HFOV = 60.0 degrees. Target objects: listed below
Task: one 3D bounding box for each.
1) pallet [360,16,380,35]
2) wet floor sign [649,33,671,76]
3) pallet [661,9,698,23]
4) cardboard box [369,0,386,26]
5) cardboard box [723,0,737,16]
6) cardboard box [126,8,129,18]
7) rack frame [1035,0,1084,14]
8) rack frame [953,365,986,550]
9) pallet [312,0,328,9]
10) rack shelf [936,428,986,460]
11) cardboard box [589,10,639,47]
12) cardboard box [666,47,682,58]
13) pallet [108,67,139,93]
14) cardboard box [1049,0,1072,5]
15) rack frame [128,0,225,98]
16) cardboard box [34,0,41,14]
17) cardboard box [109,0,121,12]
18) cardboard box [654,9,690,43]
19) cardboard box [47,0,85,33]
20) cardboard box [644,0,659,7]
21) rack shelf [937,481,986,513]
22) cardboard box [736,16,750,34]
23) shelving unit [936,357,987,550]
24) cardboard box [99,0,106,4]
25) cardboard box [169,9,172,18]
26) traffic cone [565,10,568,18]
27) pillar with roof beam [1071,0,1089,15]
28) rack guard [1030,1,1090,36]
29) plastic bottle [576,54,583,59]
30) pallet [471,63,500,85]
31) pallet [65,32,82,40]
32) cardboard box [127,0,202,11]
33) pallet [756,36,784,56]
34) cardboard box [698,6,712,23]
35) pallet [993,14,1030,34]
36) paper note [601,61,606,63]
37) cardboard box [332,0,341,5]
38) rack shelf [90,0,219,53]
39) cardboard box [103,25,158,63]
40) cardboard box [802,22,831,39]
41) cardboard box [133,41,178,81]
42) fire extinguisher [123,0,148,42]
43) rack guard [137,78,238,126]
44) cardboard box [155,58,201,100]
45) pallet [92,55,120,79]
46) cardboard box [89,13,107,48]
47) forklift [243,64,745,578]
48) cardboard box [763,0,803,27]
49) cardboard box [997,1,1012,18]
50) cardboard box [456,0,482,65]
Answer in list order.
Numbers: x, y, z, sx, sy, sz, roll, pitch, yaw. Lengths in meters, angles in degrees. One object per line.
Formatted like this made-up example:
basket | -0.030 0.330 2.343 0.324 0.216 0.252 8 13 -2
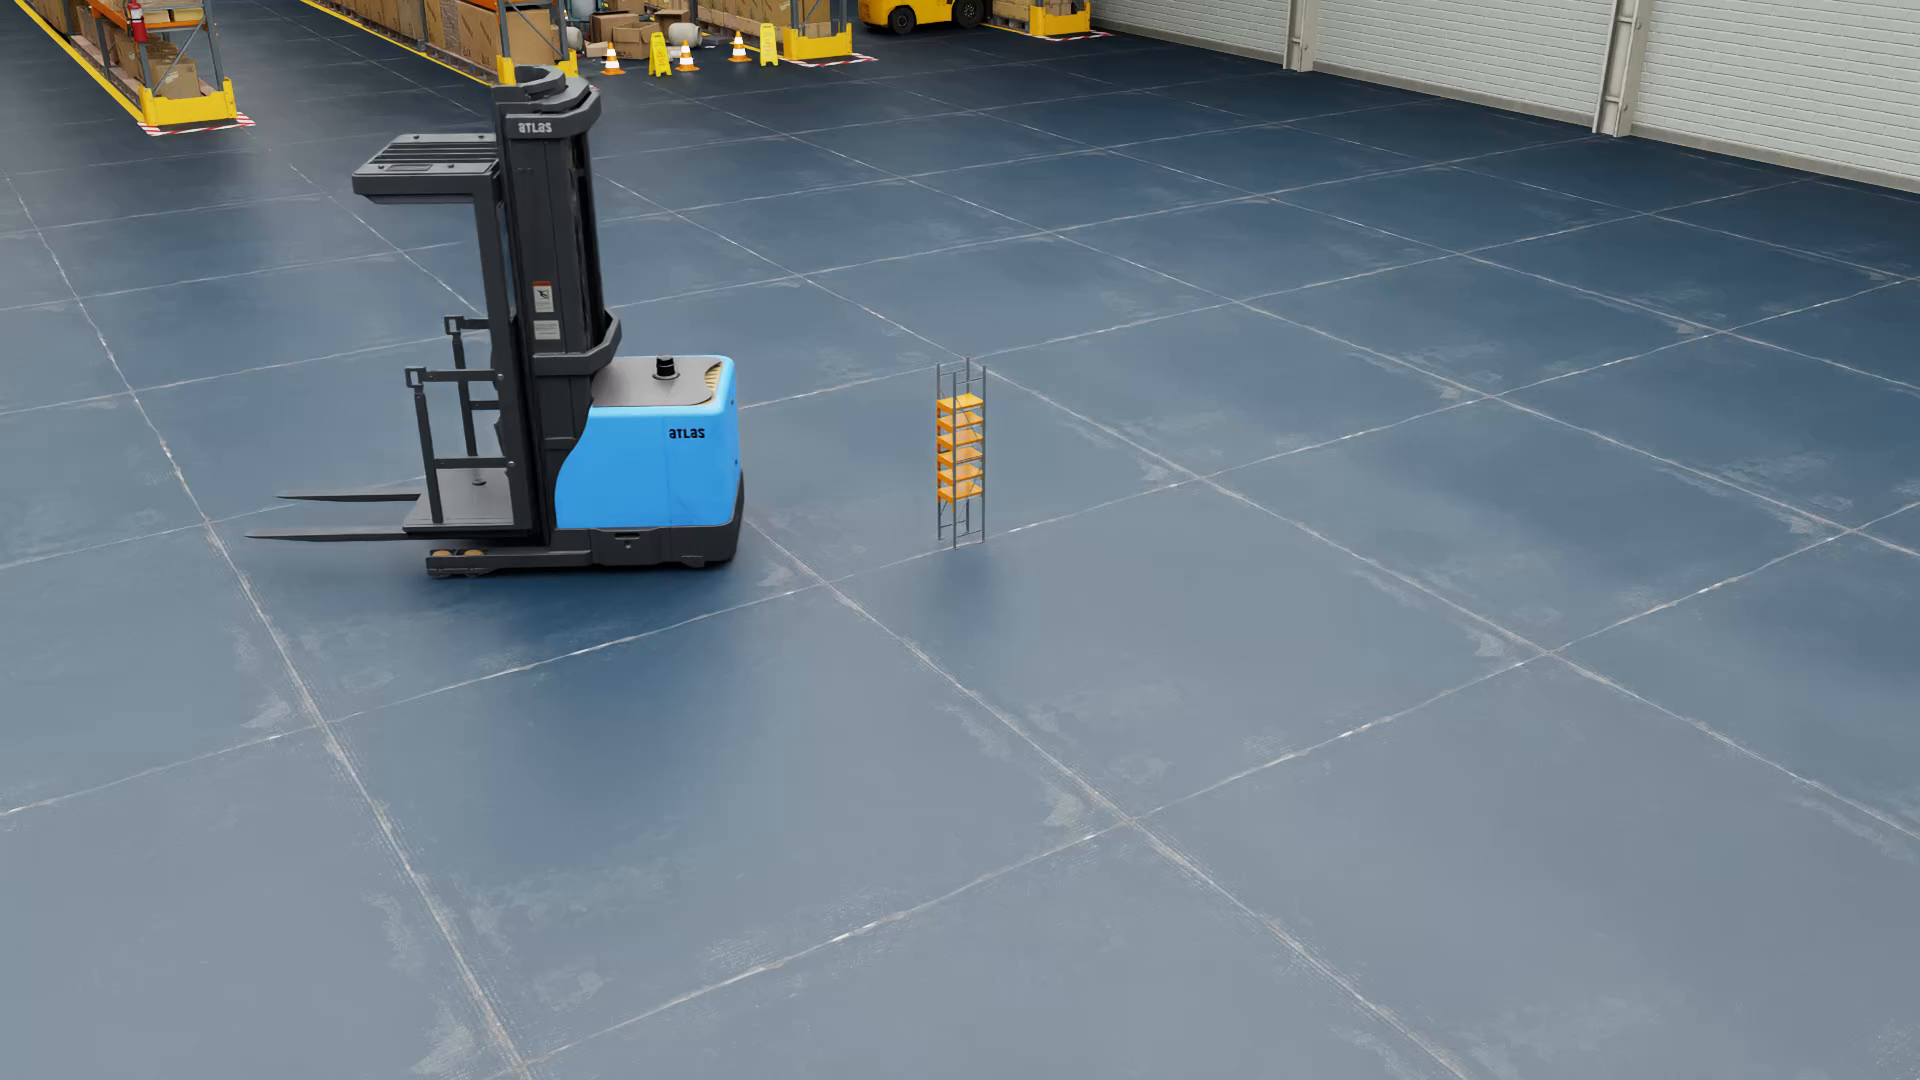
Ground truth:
pallet | -10.438 -9.596 30.831 1.003 0.211 1.213 -16 29 -30
wet floor sign | -4.763 -7.682 26.267 0.267 0.644 0.232 -22 33 -38
pallet | -4.956 -9.933 31.544 1.003 0.211 1.213 -16 29 -30
cardboard box | -10.068 -9.779 30.094 1.050 0.750 0.750 -15 29 -29
cardboard box | -3.850 -9.553 29.323 0.500 0.500 0.500 -14 29 -27
cardboard box | -11.293 -7.283 22.958 0.380 0.149 0.250 -16 29 -30
rack frame | 1.811 -10.643 29.782 1.000 3.000 0.127 -16 29 -30
rack frame | 0.058 -0.505 10.414 0.240 1.200 0.006 -16 29 -30
pallet | -12.562 -11.048 33.907 1.003 0.211 1.213 -16 29 -30
rack shelf | 0.008 -0.606 10.451 0.258 0.103 0.180 -16 29 -30
cardboard box | -5.943 -8.788 28.618 0.797 0.637 0.503 -16 29 -30
cardboard box | -4.753 -8.194 27.933 0.380 0.149 0.250 -1 25 -3
pallet | -12.436 -7.113 25.571 1.003 0.211 1.213 -16 29 -30
cardboard box | 1.728 -10.032 30.631 0.500 0.250 0.500 -15 29 -29
rack frame | -10.649 -7.176 22.437 1.000 3.000 0.127 -16 29 -30
cardboard box | -16.833 -10.473 31.418 1.225 0.875 0.875 -15 29 -29
cardboard box | -11.884 -7.628 23.689 0.380 0.149 0.250 -16 29 -30
cardboard box | -5.084 -9.086 29.409 0.500 0.500 0.500 3 25 6
cardboard box | -15.375 -9.518 29.395 1.225 0.875 0.875 -17 30 -32
cardboard box | -5.594 -10.609 32.296 0.950 0.372 0.625 -14 29 -28
rack shelf | 0.008 -0.280 10.604 0.258 0.103 0.180 -16 29 -30
cardboard box | -3.579 -9.031 29.096 0.500 0.250 0.500 -17 30 -31
shelving unit | 0.008 -0.537 10.483 0.258 1.200 0.189 -16 29 -30
cardboard box | -12.435 -7.984 24.443 0.380 0.149 0.250 -16 29 -30
cardboard box | -10.725 -7.313 23.023 0.380 0.149 0.250 -16 29 -30
traffic cone | -7.375 -9.757 30.875 0.336 0.463 0.334 -16 29 -30
pillar with roof beam | -1.421 -12.812 27.349 9.100 9.000 0.400 -16 29 -30
rack guard | 1.824 -9.504 30.297 1.175 0.500 0.348 -16 29 -30
plastic bottle | -6.446 -8.085 27.805 0.133 0.061 0.283 18 31 33
pallet | -6.940 -7.302 25.971 1.003 0.211 1.213 -16 29 -30
pallet | -15.383 -9.076 29.728 1.003 0.211 1.213 -16 29 -30
cardboard box | -10.926 -7.559 22.782 0.875 0.500 0.500 -16 29 -30
pallet | -2.801 -8.550 28.615 1.003 0.211 1.213 -16 29 -30
cardboard box | -4.433 -9.588 30.276 0.500 0.250 0.500 -17 30 -32
pallet | 1.359 -9.646 30.936 1.003 0.211 1.213 -16 29 -30
paper note | -5.849 -7.894 27.437 0.144 0.017 0.142 -6 26 -12
cardboard box | -11.966 -10.763 32.471 0.500 0.500 0.500 -17 30 -32
rack shelf | -11.741 -7.566 24.106 1.077 0.370 4.000 -16 29 -30
cardboard box | -13.150 -7.900 26.383 0.700 0.500 0.500 -18 31 -33
cardboard box | -2.554 -8.785 28.574 0.500 0.250 0.500 -16 30 -30
cardboard box | -11.924 -7.107 24.727 0.500 0.500 0.500 -19 31 -34
fire extinguisher | -10.972 -6.992 22.139 0.296 0.674 0.183 -16 29 -30
rack guard | -10.690 -6.072 23.028 1.175 0.500 0.348 -16 29 -30
cardboard box | -10.976 -6.462 23.362 0.500 0.500 0.500 -10 27 -20
pallet | -13.259 -7.624 26.652 1.003 0.211 1.213 -16 29 -30
cardboard box | -14.005 -8.474 27.600 0.700 0.500 0.500 -13 28 -25
forklift | -2.939 -1.324 10.120 3.031 2.935 1.130 -1 25 -3
cardboard box | -3.002 -8.997 28.144 0.500 0.500 0.500 -15 29 -29
cardboard box | 1.026 -9.864 30.861 0.500 0.250 0.500 -16 29 -30
cardboard box | -7.346 -8.066 26.319 0.875 0.875 0.875 -16 30 -30
